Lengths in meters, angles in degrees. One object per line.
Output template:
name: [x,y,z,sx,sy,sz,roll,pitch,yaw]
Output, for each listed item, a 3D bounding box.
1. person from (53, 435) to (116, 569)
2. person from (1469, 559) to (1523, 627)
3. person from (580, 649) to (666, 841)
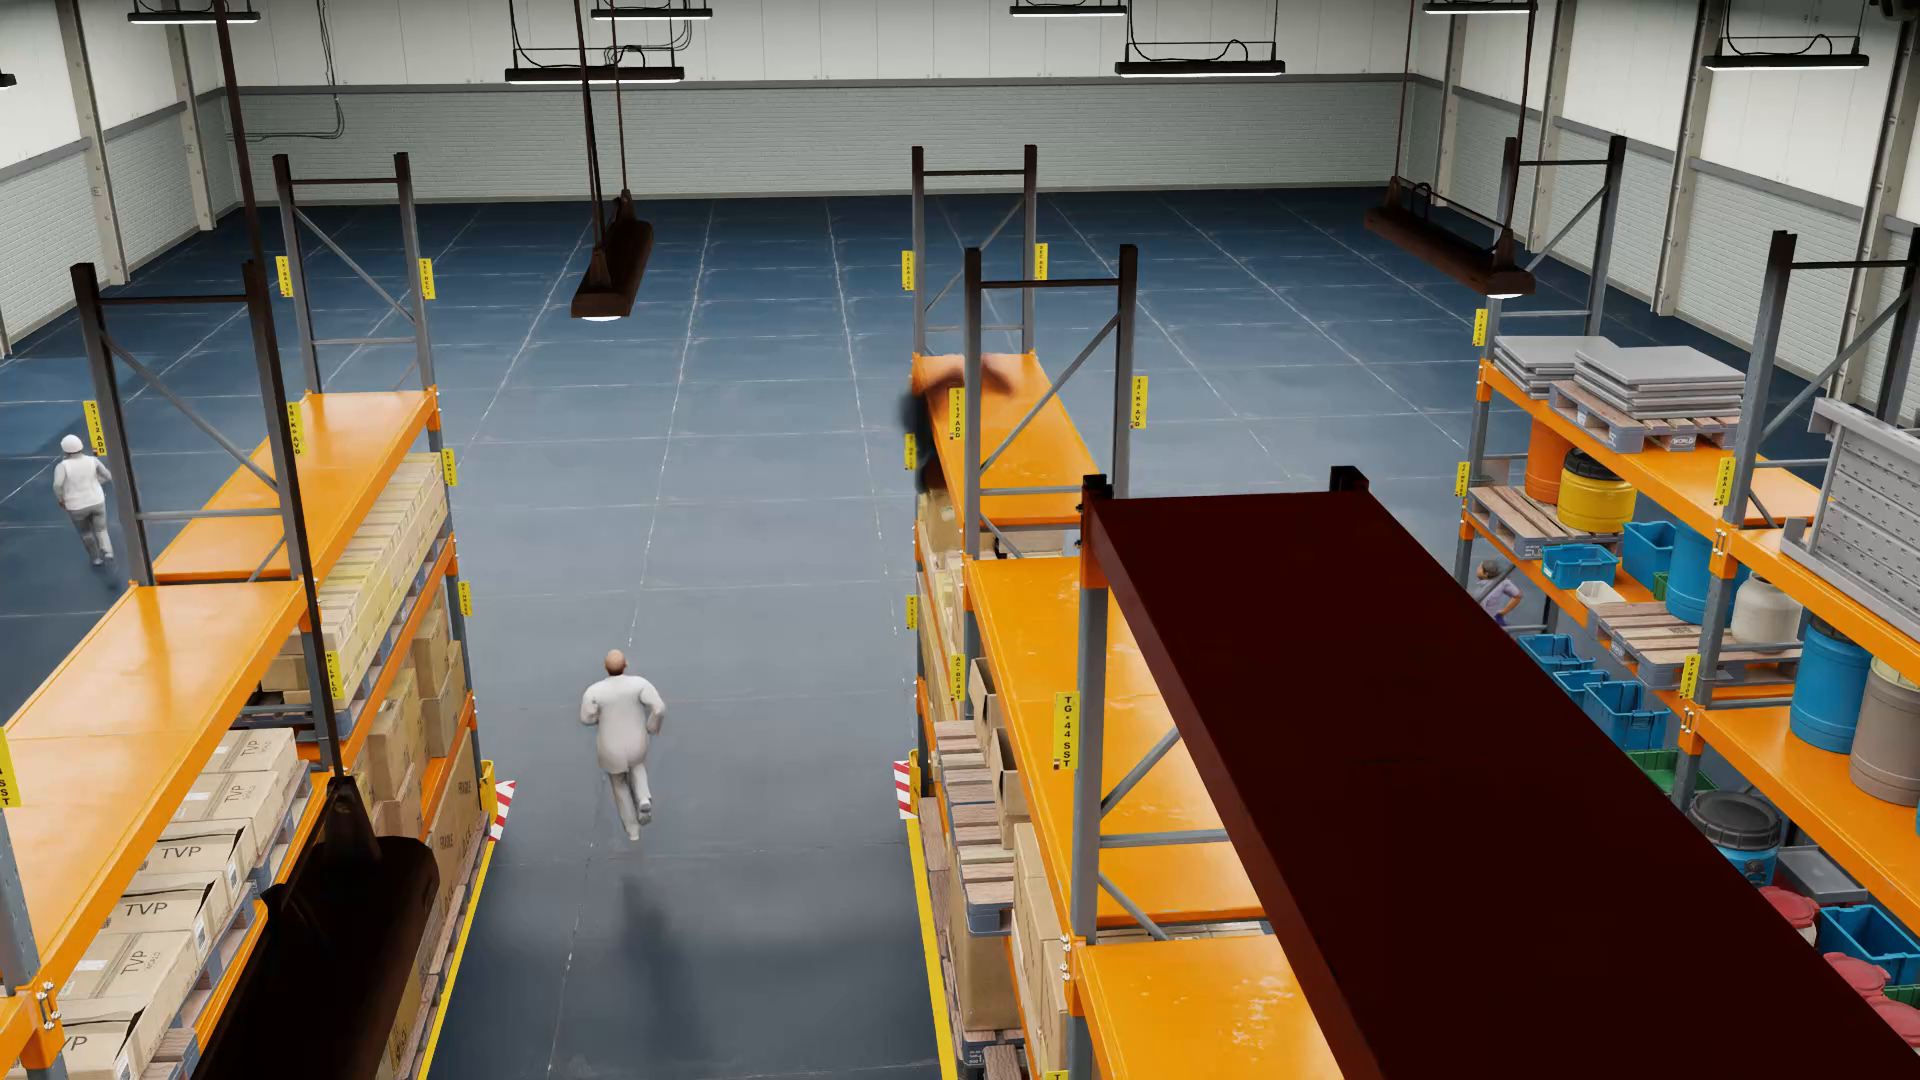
person: [-10.678,-0.419,20.336,0.682,1.765,0.958,-17,27,-37]
person: [5.407,0.995,17.002,0.772,1.705,0.613,19,29,40]
person: [-2.912,1.705,14.363,0.703,1.732,0.625,-8,23,-19]
